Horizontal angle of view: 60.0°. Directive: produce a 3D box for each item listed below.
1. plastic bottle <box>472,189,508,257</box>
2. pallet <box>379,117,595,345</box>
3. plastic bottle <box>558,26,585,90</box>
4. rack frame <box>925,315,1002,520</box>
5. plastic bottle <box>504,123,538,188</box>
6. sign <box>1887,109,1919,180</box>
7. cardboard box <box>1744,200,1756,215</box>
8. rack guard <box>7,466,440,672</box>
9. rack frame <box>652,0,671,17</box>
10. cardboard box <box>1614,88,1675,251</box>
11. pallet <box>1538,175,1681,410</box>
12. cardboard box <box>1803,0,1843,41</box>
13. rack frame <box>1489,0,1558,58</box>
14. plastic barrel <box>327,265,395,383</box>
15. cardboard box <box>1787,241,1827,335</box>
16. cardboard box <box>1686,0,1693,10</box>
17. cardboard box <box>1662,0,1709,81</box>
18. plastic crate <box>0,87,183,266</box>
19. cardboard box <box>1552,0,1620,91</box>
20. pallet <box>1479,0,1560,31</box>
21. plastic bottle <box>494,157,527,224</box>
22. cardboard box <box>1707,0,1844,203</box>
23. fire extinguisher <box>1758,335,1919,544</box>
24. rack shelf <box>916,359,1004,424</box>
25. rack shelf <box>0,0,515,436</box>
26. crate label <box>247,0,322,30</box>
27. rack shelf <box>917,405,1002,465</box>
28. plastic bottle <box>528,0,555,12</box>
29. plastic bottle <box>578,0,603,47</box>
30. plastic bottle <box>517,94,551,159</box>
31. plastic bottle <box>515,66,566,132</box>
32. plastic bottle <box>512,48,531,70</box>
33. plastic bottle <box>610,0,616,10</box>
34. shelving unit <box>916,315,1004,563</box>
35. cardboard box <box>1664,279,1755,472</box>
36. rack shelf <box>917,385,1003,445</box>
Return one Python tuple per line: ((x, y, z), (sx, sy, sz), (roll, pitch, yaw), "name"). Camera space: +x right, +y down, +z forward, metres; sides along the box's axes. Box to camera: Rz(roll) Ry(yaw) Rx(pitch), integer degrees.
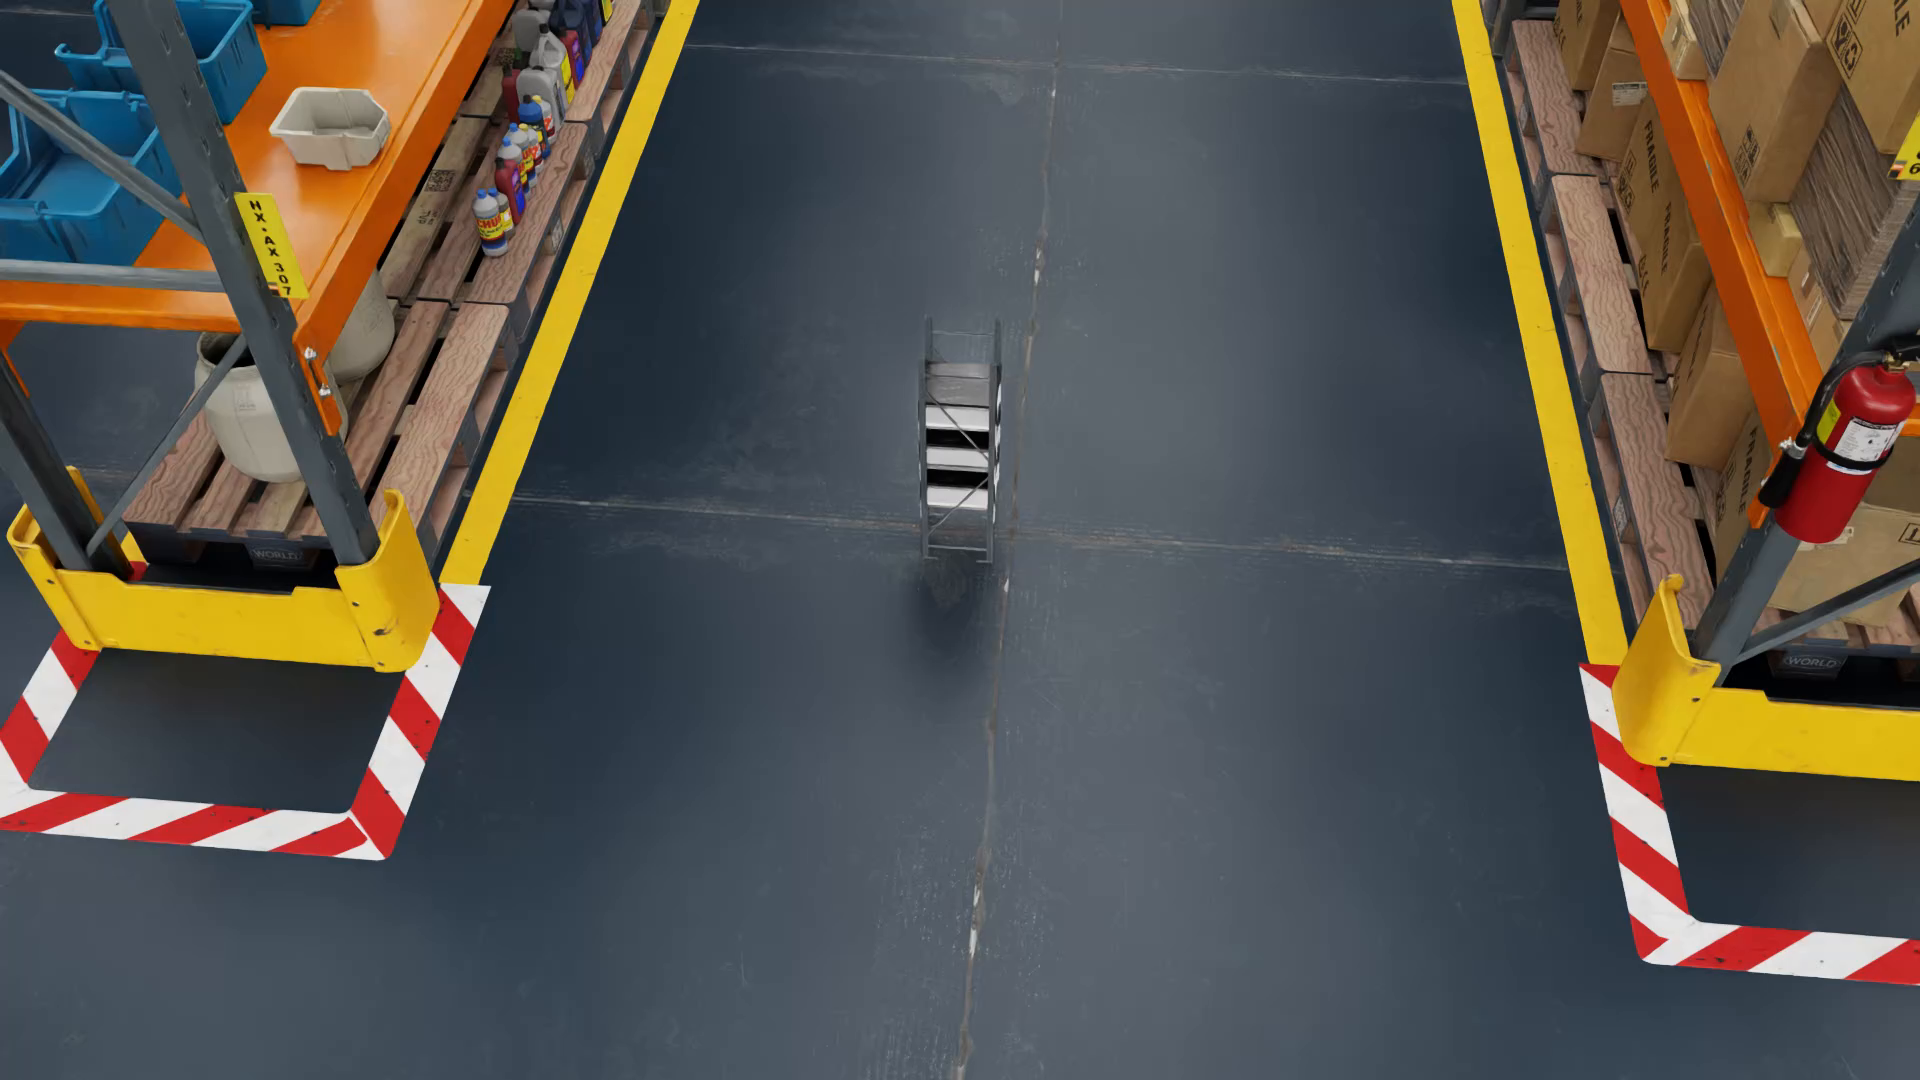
((-1.812, -1.228, 6.391), (0.097, 0.271, 0.097), (0, 48, 0), "plastic bottle")
((-2.134, -1.297, 6.794), (1.003, 0.211, 1.213), (4, 48, 4), "pallet")
((-1.685, -2.104, 7.184), (0.061, 0.283, 0.133), (7, 48, 6), "plastic bottle")
((0.010, -0.384, 5.492), (0.240, 0.900, 0.006), (4, 48, 4), "rack frame")
((-1.771, -1.553, 6.689), (0.097, 0.271, 0.097), (0, 48, 0), "plastic bottle")
((2.094, -0.905, 3.546), (0.100, 0.325, 0.005), (4, 48, 4), "sign")
((2.499, -1.048, 4.846), (0.380, 0.149, 0.250), (4, 48, 4), "cardboard box")
((-2.327, 0.096, 5.324), (1.175, 0.500, 0.348), (4, 48, 4), "rack guard")
((-1.923, -3.628, 7.036), (1.000, 3.000, 0.127), (4, 48, 4), "rack frame")
((2.910, -1.419, 6.425), (0.500, 0.500, 0.500), (0, 48, 0), "cardboard box")
((2.875, -0.959, 6.484), (1.003, 0.211, 1.213), (4, 48, 4), "pallet")
((2.489, -1.616, 4.248), (0.500, 0.500, 0.500), (4, 48, 4), "cardboard box")
((3.010, -3.295, 6.731), (1.000, 3.000, 0.127), (4, 48, 4), "rack frame")
((-2.258, -0.848, 5.894), (0.421, 0.512, 0.421), (0, 48, 0), "plastic barrel")
((2.489, -0.678, 4.508), (0.380, 0.149, 0.250), (4, 48, 4), "cardboard box")
((2.794, -1.999, 5.276), (0.875, 0.500, 0.500), (4, 48, 4), "cardboard box")
((2.498, -1.604, 5.354), (0.380, 0.149, 0.250), (4, 48, 4), "cardboard box")
((-2.540, -1.027, 4.757), (0.499, 0.251, 0.616), (4, 48, 4), "plastic crate")
((2.933, -2.302, 7.232), (0.500, 0.500, 0.500), (3, 48, 2), "cardboard box")
((3.079, -2.926, 8.283), (1.003, 0.211, 1.213), (4, 48, 4), "pallet")
((-1.773, -1.397, 6.538), (0.061, 0.283, 0.133), (5, 48, 4), "plastic bottle")
((2.649, -1.268, 4.607), (0.875, 0.500, 0.500), (4, 48, 4), "cardboard box")
((2.176, -0.277, 4.023), (0.296, 0.674, 0.183), (4, 48, 4), "fire extinguisher")
((0.001, -0.469, 5.249), (0.258, 0.077, 0.200), (4, 48, 4), "rack shelf")
((-2.105, -1.916, 5.957), (1.077, 0.370, 4.000), (4, 48, 4), "rack shelf")
((-2.389, -2.072, 5.588), (0.502, 0.435, 0.616), (4, 48, 4), "crate label")
((0.001, -0.348, 5.382), (0.258, 0.077, 0.200), (4, 48, 4), "rack shelf")
((-1.838, -2.400, 7.409), (0.144, 0.351, 0.185), (4, 48, 4), "plastic bottle")
((-1.694, -2.390, 7.400), (0.144, 0.351, 0.185), (3, 48, 2), "plastic bottle")
((-1.753, -1.702, 6.825), (0.097, 0.271, 0.097), (0, 48, 0), "plastic bottle")
((-1.760, -1.867, 6.973), (0.152, 0.276, 0.135), (5, 48, 4), "plastic bottle")
((-1.846, -1.977, 7.068), (0.061, 0.283, 0.133), (4, 48, 4), "plastic bottle")
((-1.645, -2.545, 7.643), (0.097, 0.201, 0.097), (0, 48, 0), "plastic bottle")
((0.001, -0.310, 5.423), (0.258, 0.900, 0.210), (4, 48, 4), "shelving unit")
((2.739, -0.553, 5.633), (0.500, 0.500, 0.500), (15, 49, 14), "cardboard box")
((0.001, -0.409, 5.315), (0.258, 0.077, 0.200), (4, 48, 4), "rack shelf")
